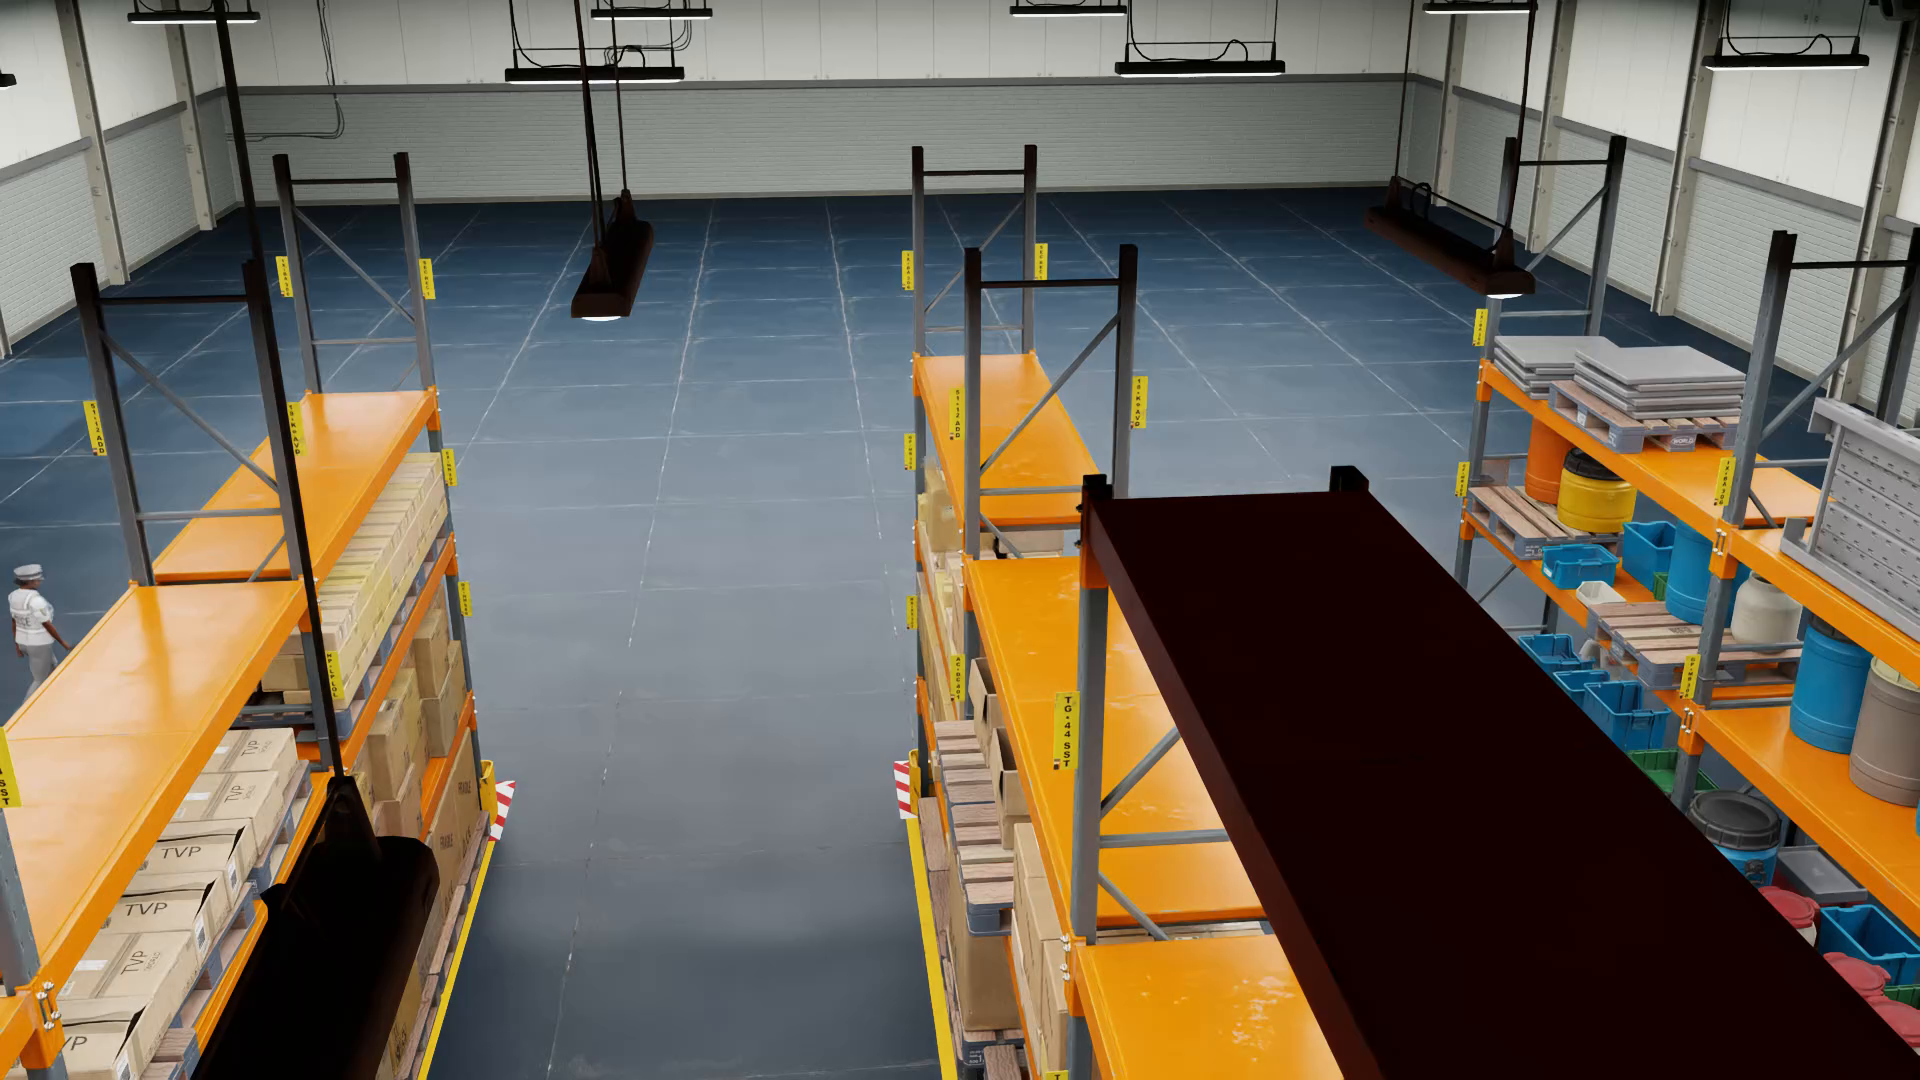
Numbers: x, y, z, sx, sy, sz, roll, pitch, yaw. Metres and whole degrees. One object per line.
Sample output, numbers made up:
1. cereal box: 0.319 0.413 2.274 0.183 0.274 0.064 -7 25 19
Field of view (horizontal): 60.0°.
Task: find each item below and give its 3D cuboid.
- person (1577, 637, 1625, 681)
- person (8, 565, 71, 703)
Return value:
1. person: 6.520 1.007 16.689 0.439 1.791 0.570 -1 22 -3
2. person: -9.298 1.026 16.833 0.488 1.614 0.895 12 25 28
